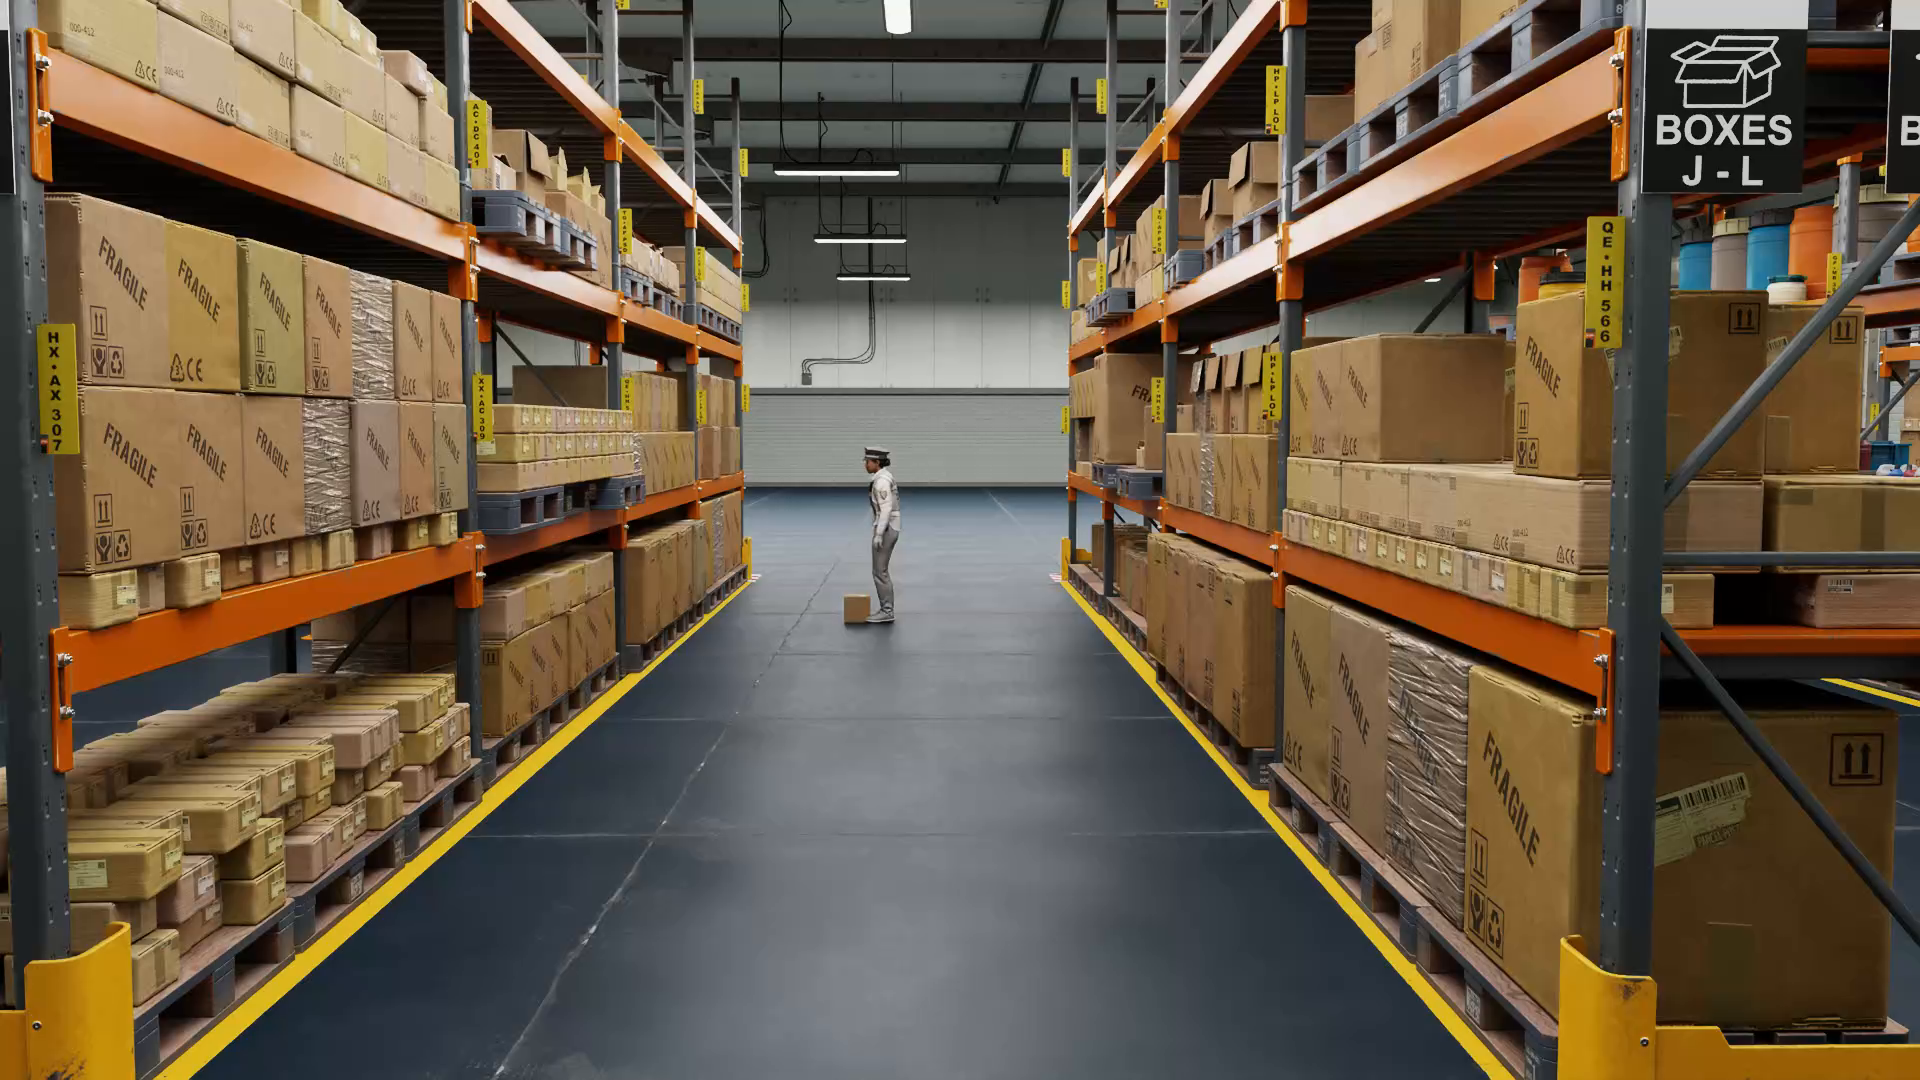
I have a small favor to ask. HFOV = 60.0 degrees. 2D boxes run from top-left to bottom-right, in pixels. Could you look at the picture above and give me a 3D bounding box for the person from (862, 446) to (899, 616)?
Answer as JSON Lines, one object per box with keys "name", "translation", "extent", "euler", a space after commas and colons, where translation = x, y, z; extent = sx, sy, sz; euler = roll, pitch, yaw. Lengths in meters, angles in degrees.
{"name": "person", "translation": [-0.755, -0.087, 15.782], "extent": [0.341, 1.603, 0.521], "euler": [0, 4, -4]}
